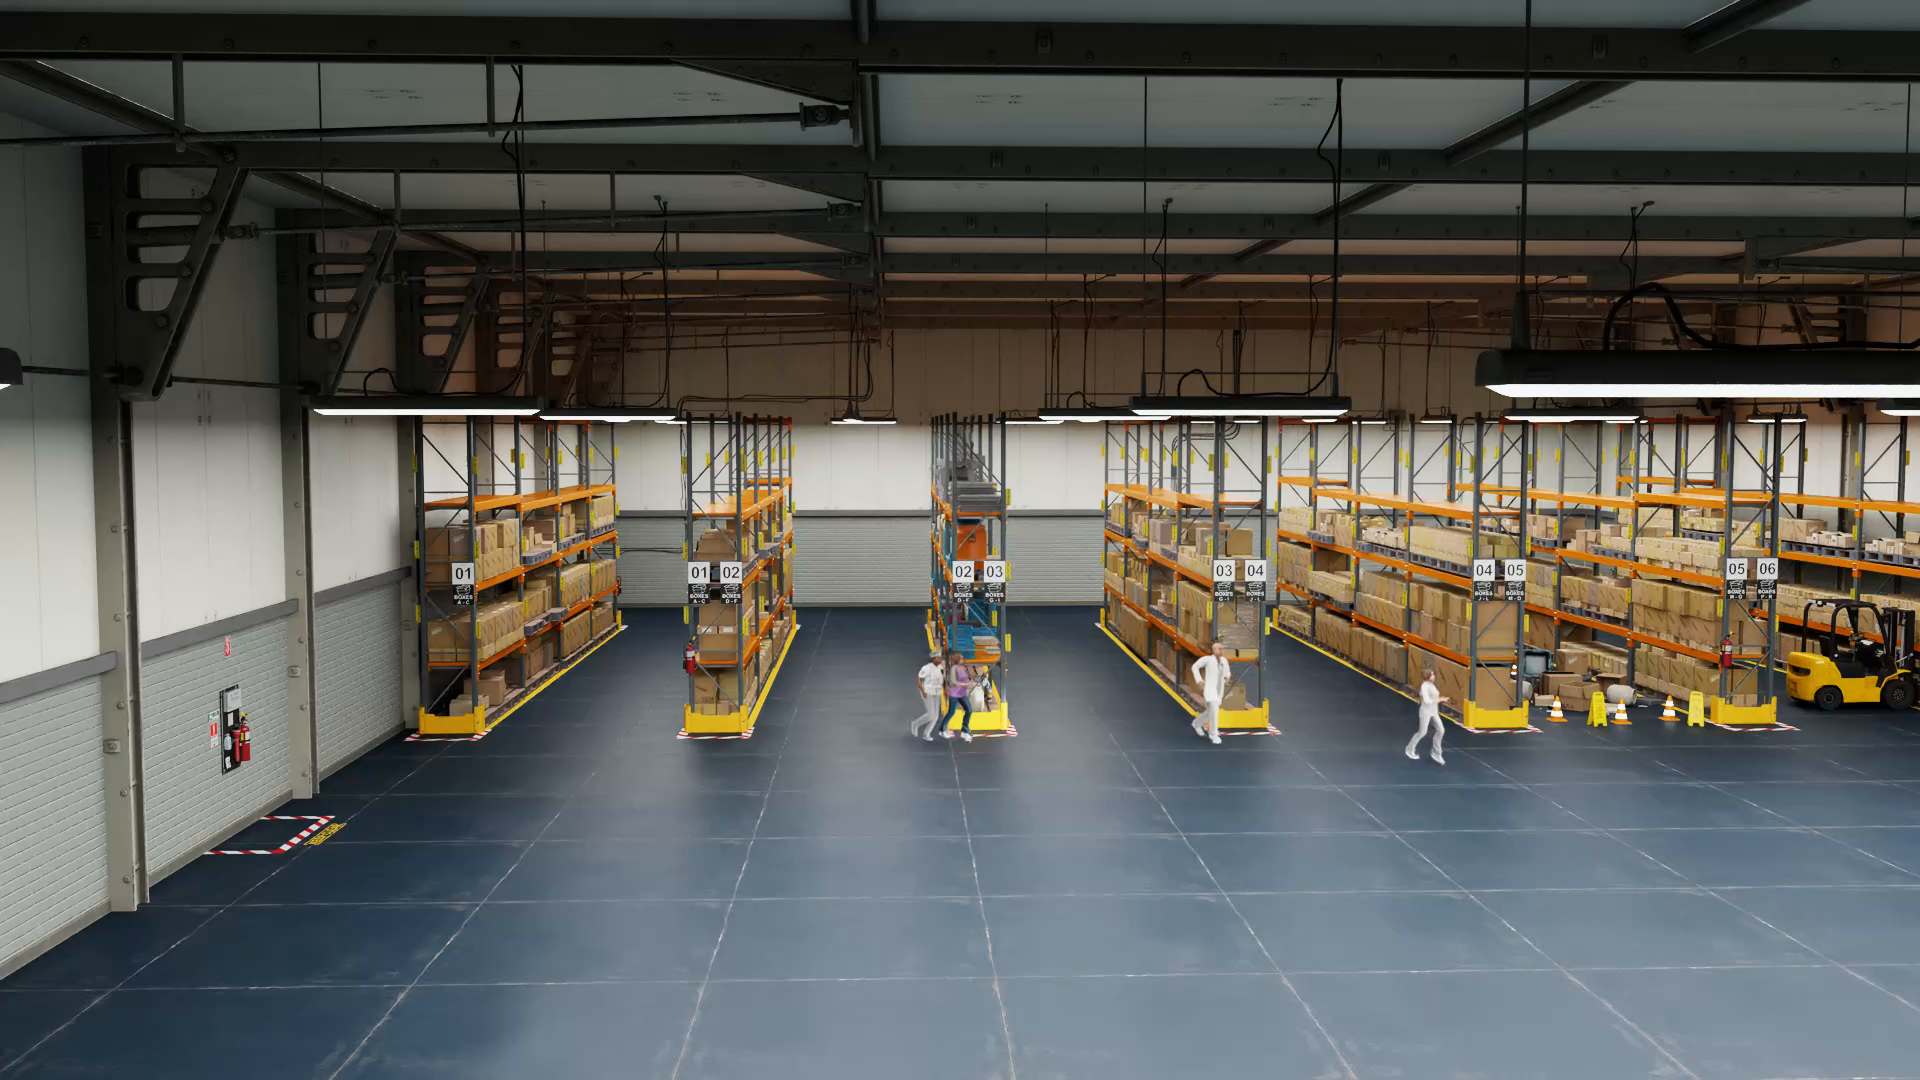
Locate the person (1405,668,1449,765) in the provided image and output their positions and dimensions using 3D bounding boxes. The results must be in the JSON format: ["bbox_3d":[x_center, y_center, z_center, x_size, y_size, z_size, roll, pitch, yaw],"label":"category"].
[{"bbox_3d":[7.951,2.996,28.283,0.724,1.643,0.510,3,5,39],"label":"person"}]

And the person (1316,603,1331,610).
[{"bbox_3d":[10.543,1.548,48.945,0.716,1.686,0.634,-2,5,-31],"label":"person"}]

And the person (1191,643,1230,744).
[{"bbox_3d":[4.629,2.793,30.477,0.729,1.829,0.931,-3,5,-33],"label":"person"}]

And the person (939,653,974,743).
[{"bbox_3d":[-0.041,2.858,30.213,0.750,1.594,0.524,3,5,39],"label":"person"}]

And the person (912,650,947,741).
[{"bbox_3d":[-0.516,2.830,30.484,0.649,1.634,0.543,-4,5,-42],"label":"person"}]
